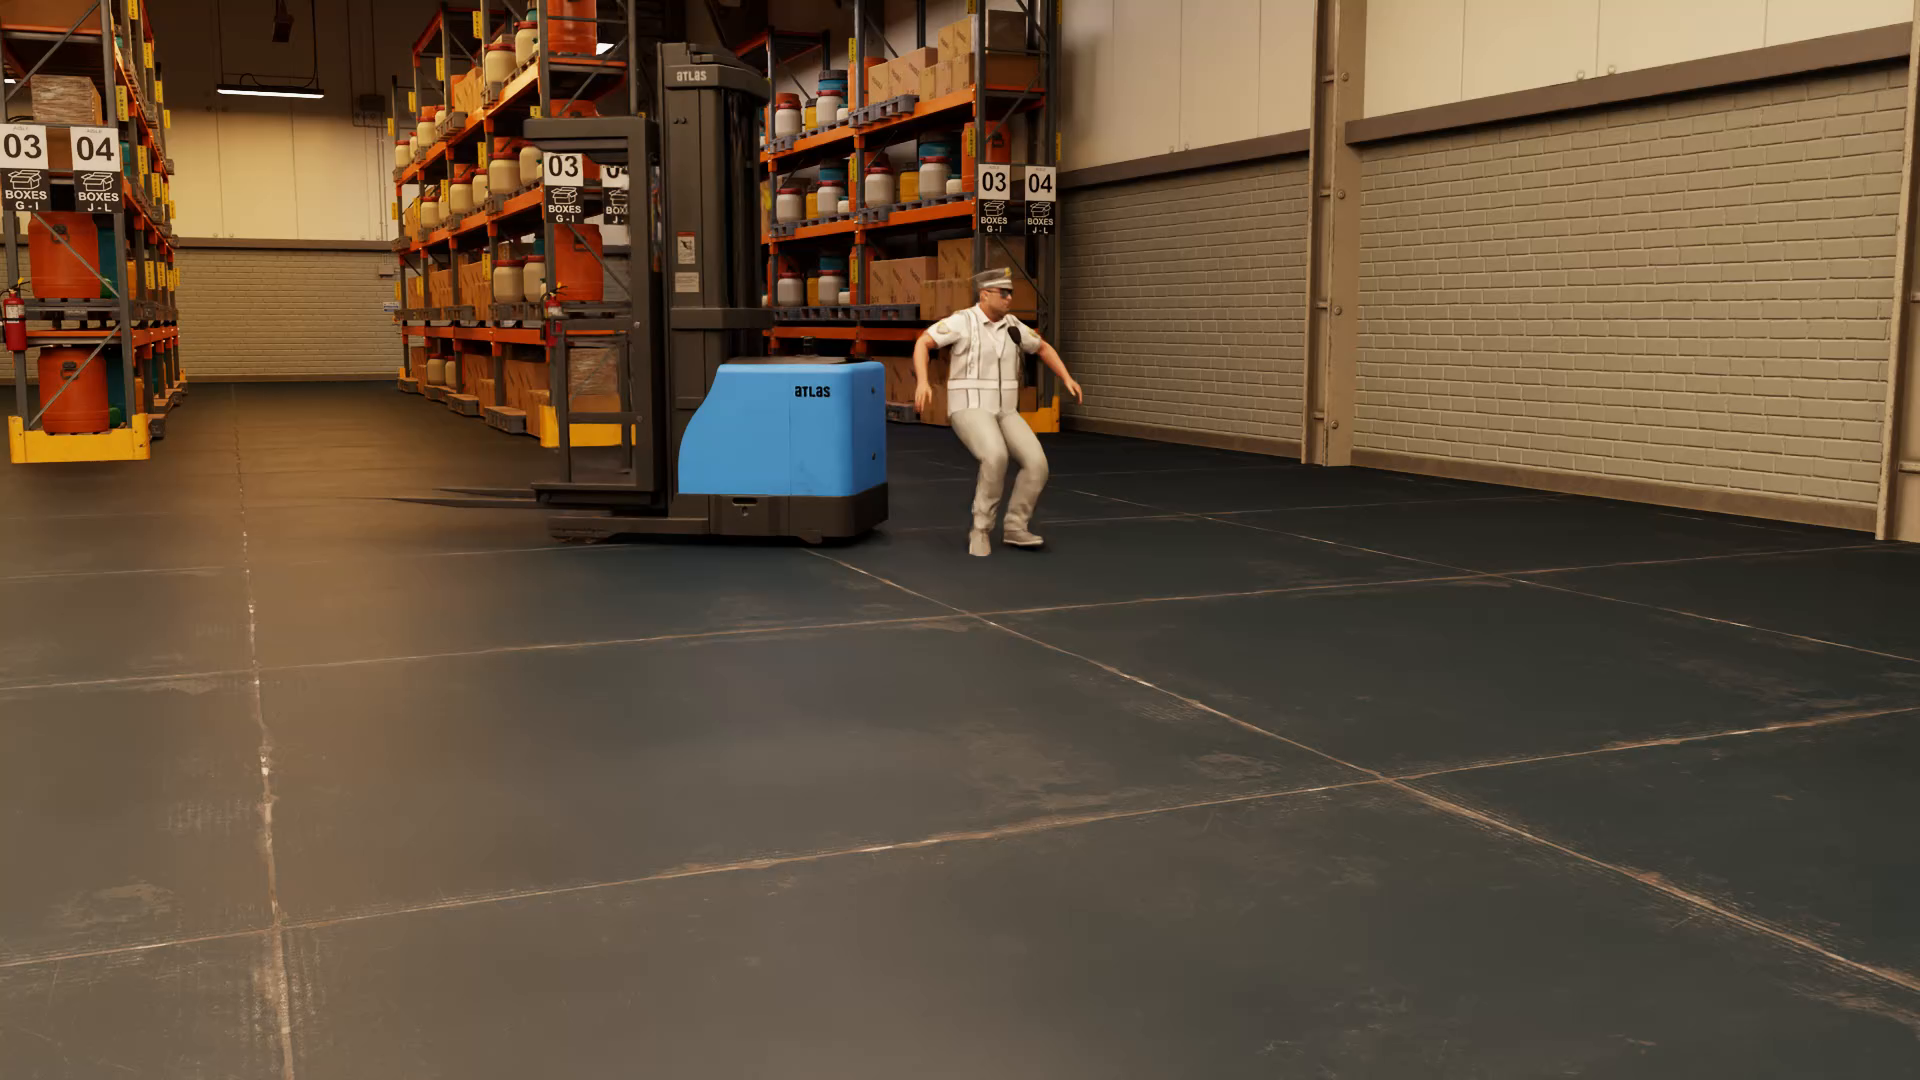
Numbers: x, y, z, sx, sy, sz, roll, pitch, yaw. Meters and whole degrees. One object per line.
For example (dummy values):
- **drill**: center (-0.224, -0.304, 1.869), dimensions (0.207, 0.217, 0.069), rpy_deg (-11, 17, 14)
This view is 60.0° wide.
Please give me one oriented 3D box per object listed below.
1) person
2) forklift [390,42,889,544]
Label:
- **person**: center (0.207, -0.751, 9.781), dimensions (1.105, 1.693, 0.624), rpy_deg (-5, 9, -34)
- **forklift**: center (-2.025, -1.498, 10.303), dimensions (3.031, 2.935, 1.130), rpy_deg (1, 8, 10)
